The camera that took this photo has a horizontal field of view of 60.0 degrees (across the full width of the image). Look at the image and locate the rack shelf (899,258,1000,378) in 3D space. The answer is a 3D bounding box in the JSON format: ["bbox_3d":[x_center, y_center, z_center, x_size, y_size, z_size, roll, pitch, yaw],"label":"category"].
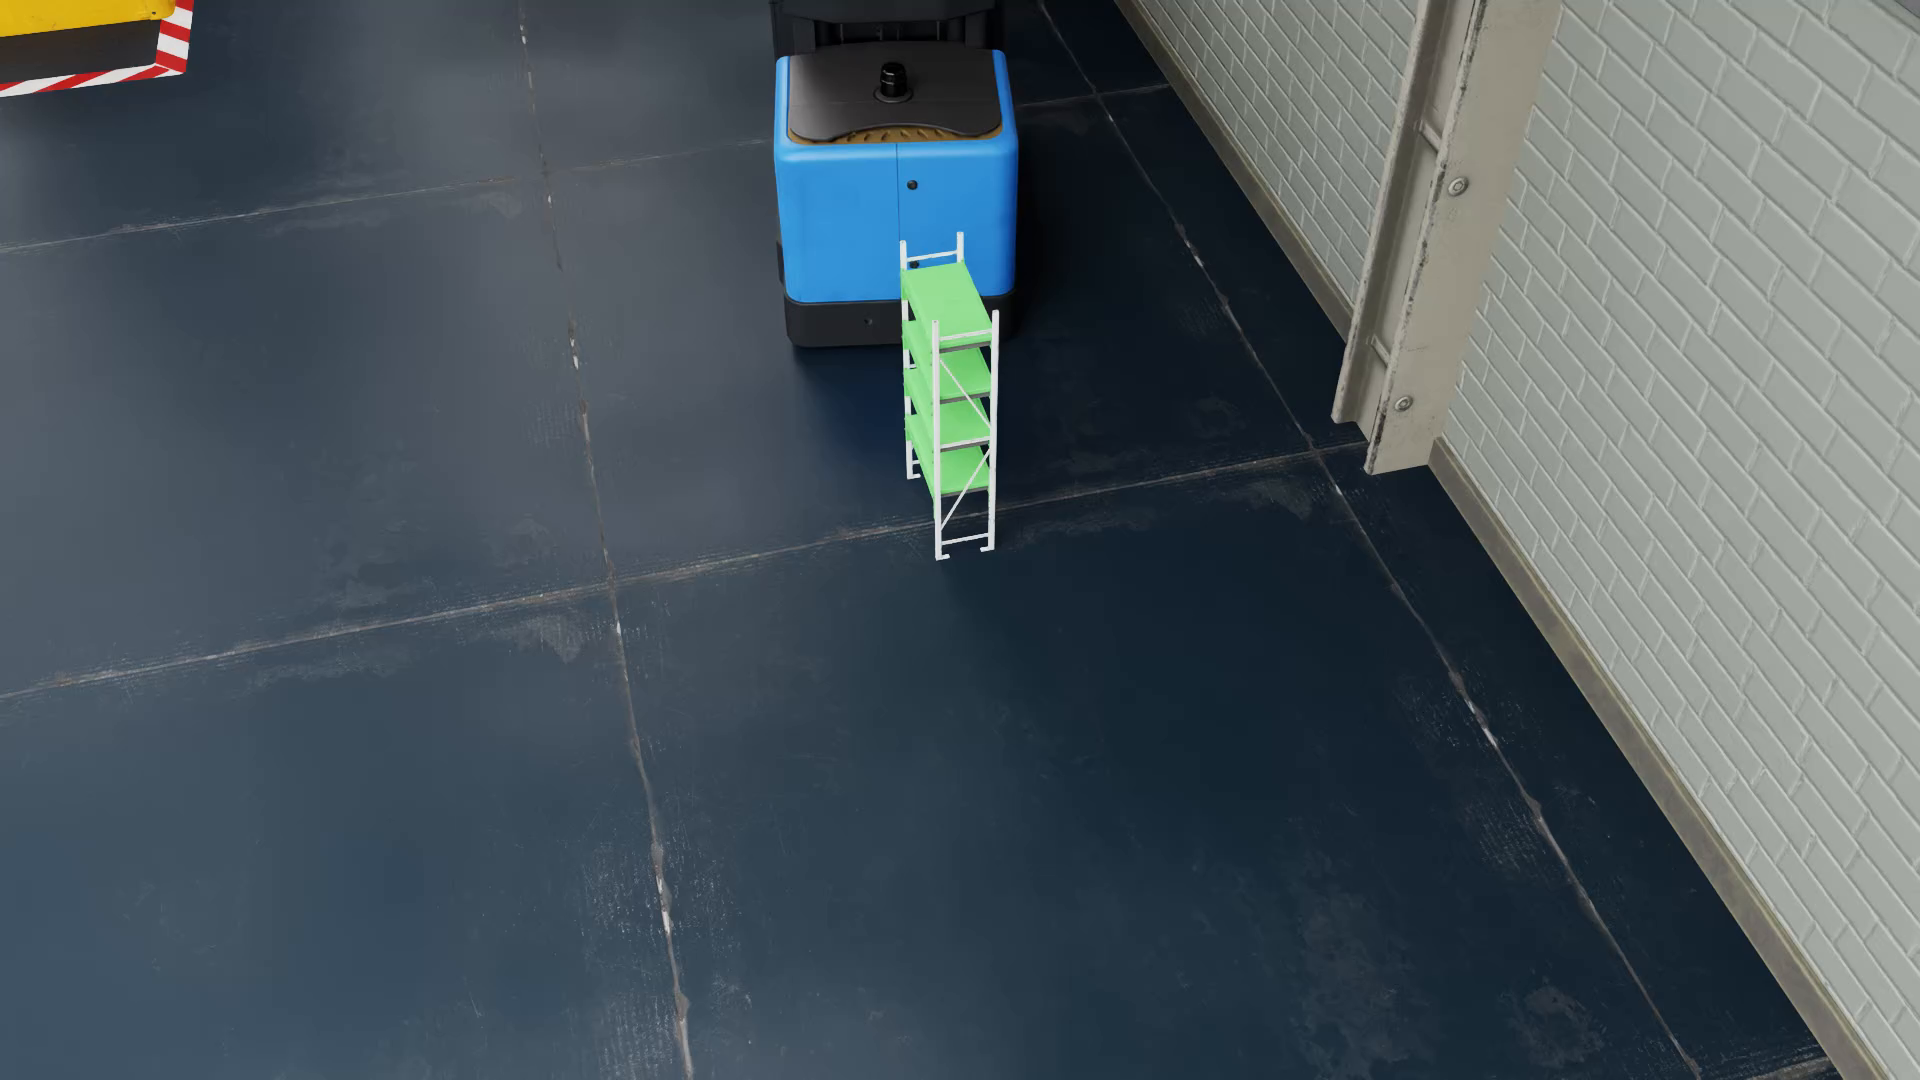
[{"bbox_3d":[-0.042,-0.825,6.136,0.258,0.148,0.480,-11,47,-10],"label":"rack shelf"}]

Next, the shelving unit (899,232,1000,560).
[{"bbox_3d":[-0.042,-0.534,6.433,0.258,1.200,0.503,-11,47,-10],"label":"shelving unit"}]

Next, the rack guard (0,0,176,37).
[{"bbox_3d":[-5.224,-3.252,9.587,1.175,0.500,0.348,-11,47,-10],"label":"rack guard"}]

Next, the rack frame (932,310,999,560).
[{"bbox_3d":[0.020,-0.366,6.268,0.240,1.200,0.015,-11,47,-10],"label":"rack frame"}]

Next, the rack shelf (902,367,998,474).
[{"bbox_3d":[-0.042,-0.490,6.479,0.258,0.148,0.480,-11,47,-10],"label":"rack shelf"}]

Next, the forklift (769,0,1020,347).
[{"bbox_3d":[-0.349,-2.942,7.581,1.130,2.935,3.031,-3,46,-2],"label":"forklift"}]

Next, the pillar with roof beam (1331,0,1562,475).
[{"bbox_3d":[-2.339,-2.801,3.194,9.100,9.000,0.400,-11,47,-10],"label":"pillar with roof beam"}]

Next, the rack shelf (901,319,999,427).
[{"bbox_3d":[-0.042,-0.658,6.308,0.258,0.148,0.480,-11,47,-10],"label":"rack shelf"}]

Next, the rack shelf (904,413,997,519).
[{"bbox_3d":[-0.042,-0.322,6.651,0.258,0.148,0.480,-11,47,-10],"label":"rack shelf"}]

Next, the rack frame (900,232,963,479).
[{"bbox_3d":[-0.105,-0.703,6.599,0.240,1.200,0.015,-11,47,-10],"label":"rack frame"}]
